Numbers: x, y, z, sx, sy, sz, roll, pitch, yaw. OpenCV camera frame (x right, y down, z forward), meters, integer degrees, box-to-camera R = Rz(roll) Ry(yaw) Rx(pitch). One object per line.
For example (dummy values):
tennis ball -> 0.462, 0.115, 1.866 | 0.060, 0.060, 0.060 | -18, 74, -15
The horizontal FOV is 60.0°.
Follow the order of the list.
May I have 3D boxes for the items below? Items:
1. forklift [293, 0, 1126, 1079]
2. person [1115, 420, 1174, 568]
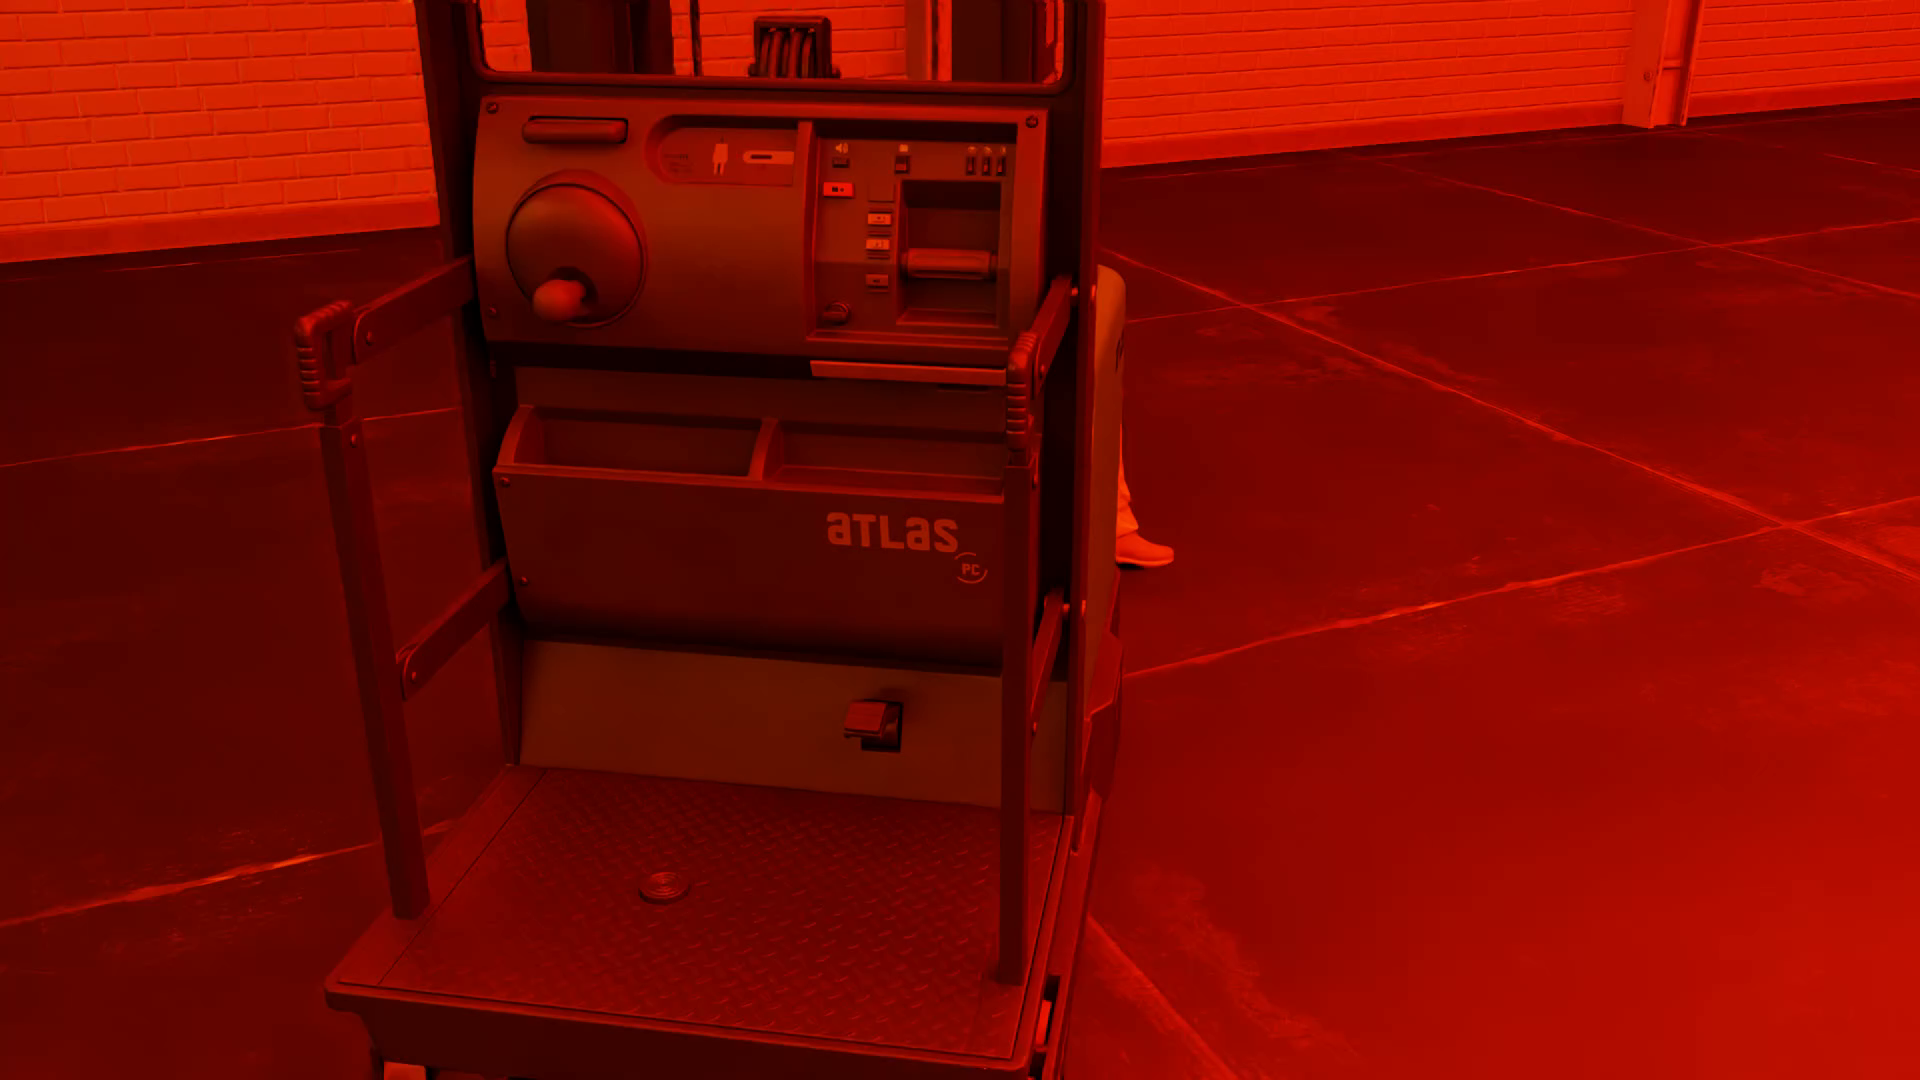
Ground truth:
forklift -> -0.362, -0.485, 2.453 | 1.130, 2.935, 3.031 | 4, 23, 9
person -> -0.079, -0.617, 4.877 | 1.418, 1.361, 0.721 | 13, 26, 28
